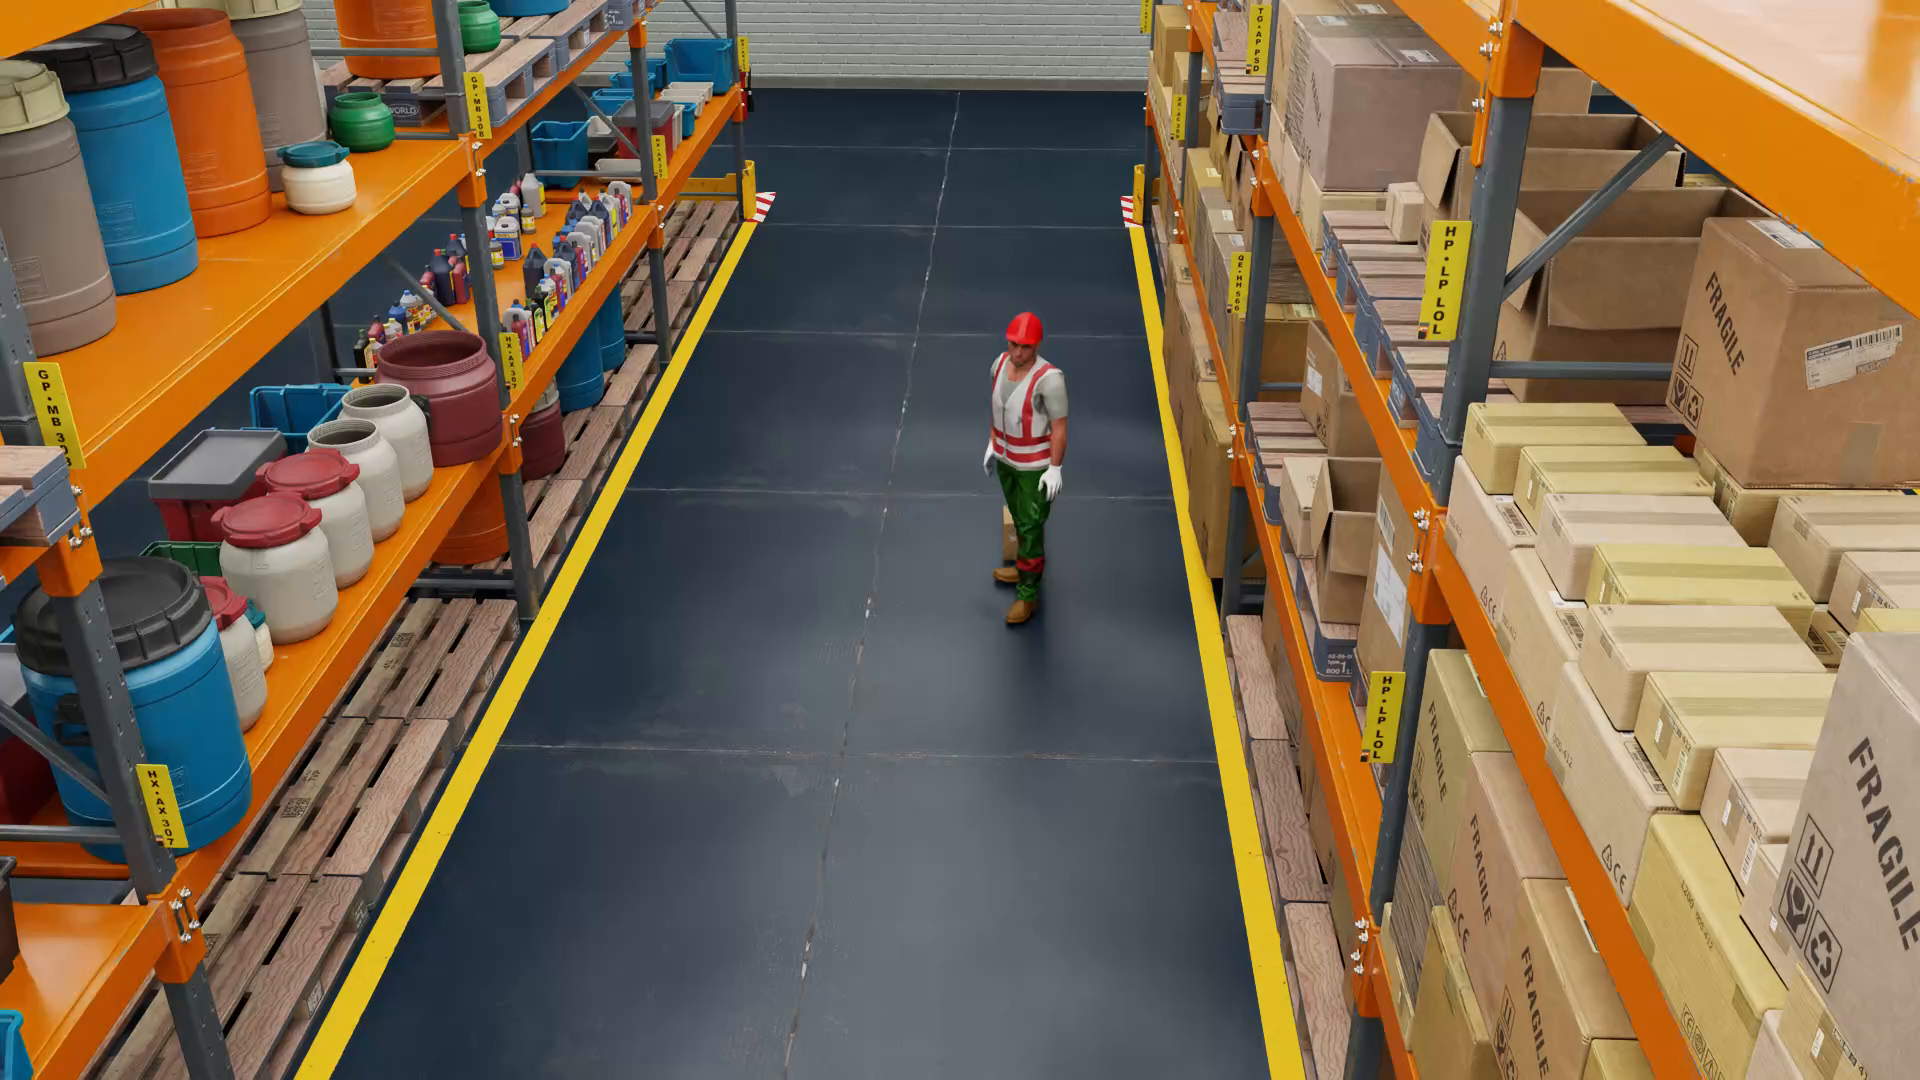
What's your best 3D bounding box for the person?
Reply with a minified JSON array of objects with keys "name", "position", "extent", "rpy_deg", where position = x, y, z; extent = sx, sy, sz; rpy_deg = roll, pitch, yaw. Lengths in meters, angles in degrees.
[{"name":"person","position":[0.353,-0.443,9.412],"extent":[0.531,1.792,0.564],"rpy_deg":[-20,34,-34]}]
